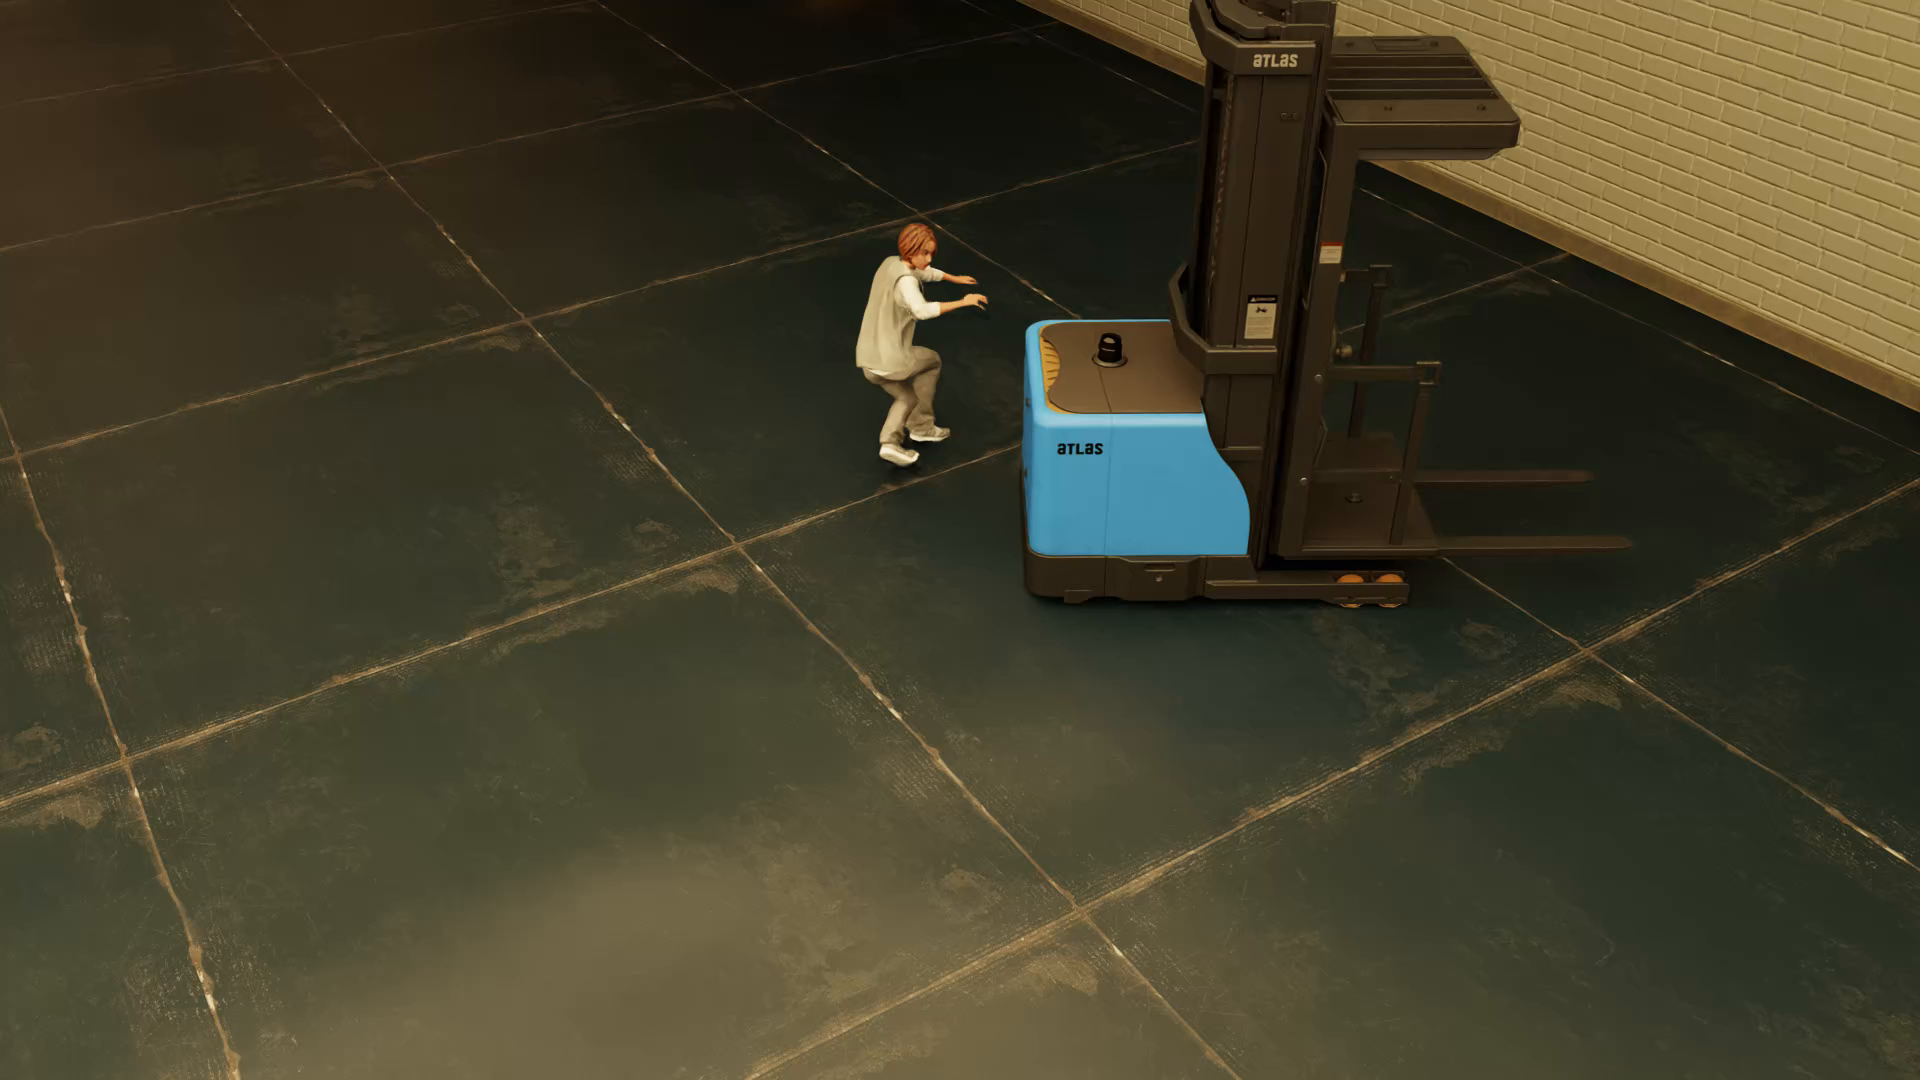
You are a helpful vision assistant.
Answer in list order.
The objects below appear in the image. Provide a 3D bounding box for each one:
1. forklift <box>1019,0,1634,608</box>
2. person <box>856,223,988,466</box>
[{"bbox_3d":[1.837,-1.170,7.813,3.031,2.935,1.130,0,35,0],"label":"forklift"},{"bbox_3d":[-0.122,-1.070,9.071,0.701,1.357,1.021,28,44,33],"label":"person"}]
